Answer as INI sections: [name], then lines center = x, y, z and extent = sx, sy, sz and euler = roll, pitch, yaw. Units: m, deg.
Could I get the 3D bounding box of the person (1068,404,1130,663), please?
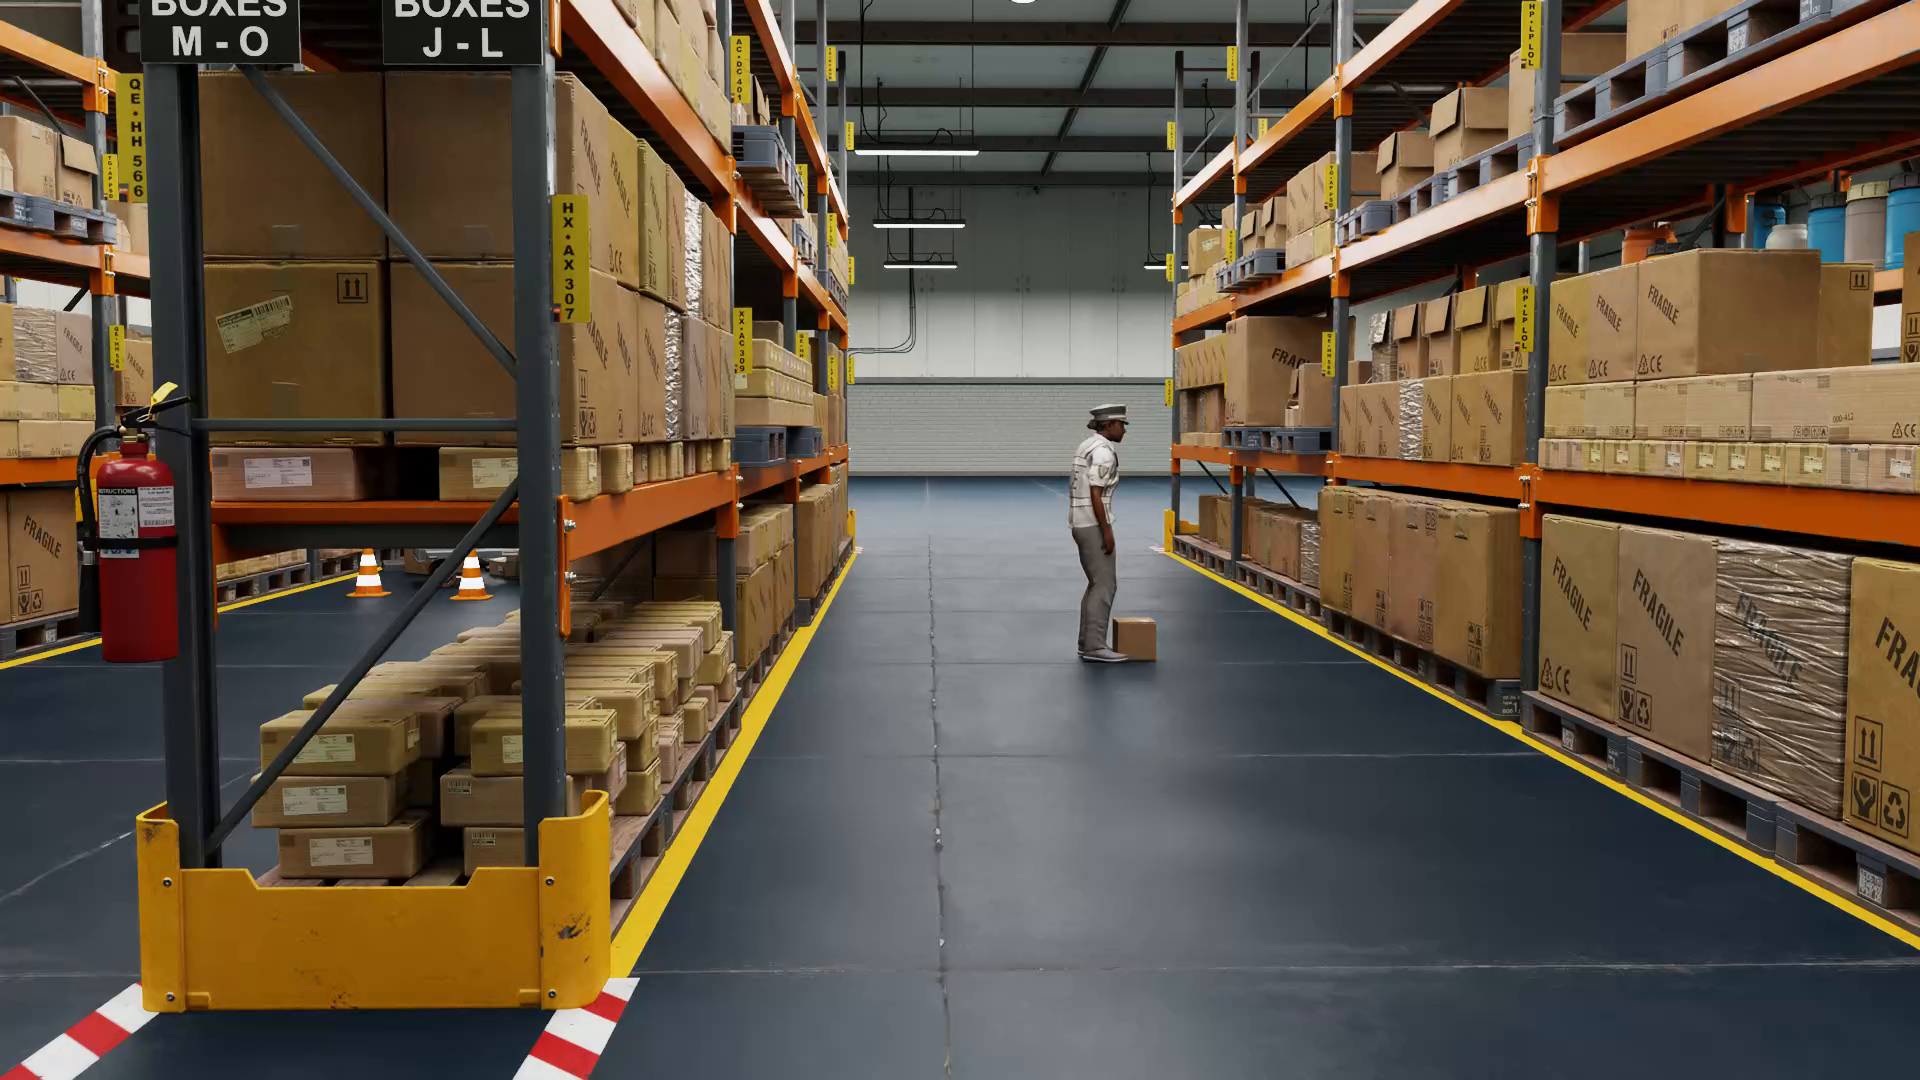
[person]
center = 0.905, -0.055, 10.812
extent = 0.392, 1.660, 0.505
euler = 0, 4, -1
